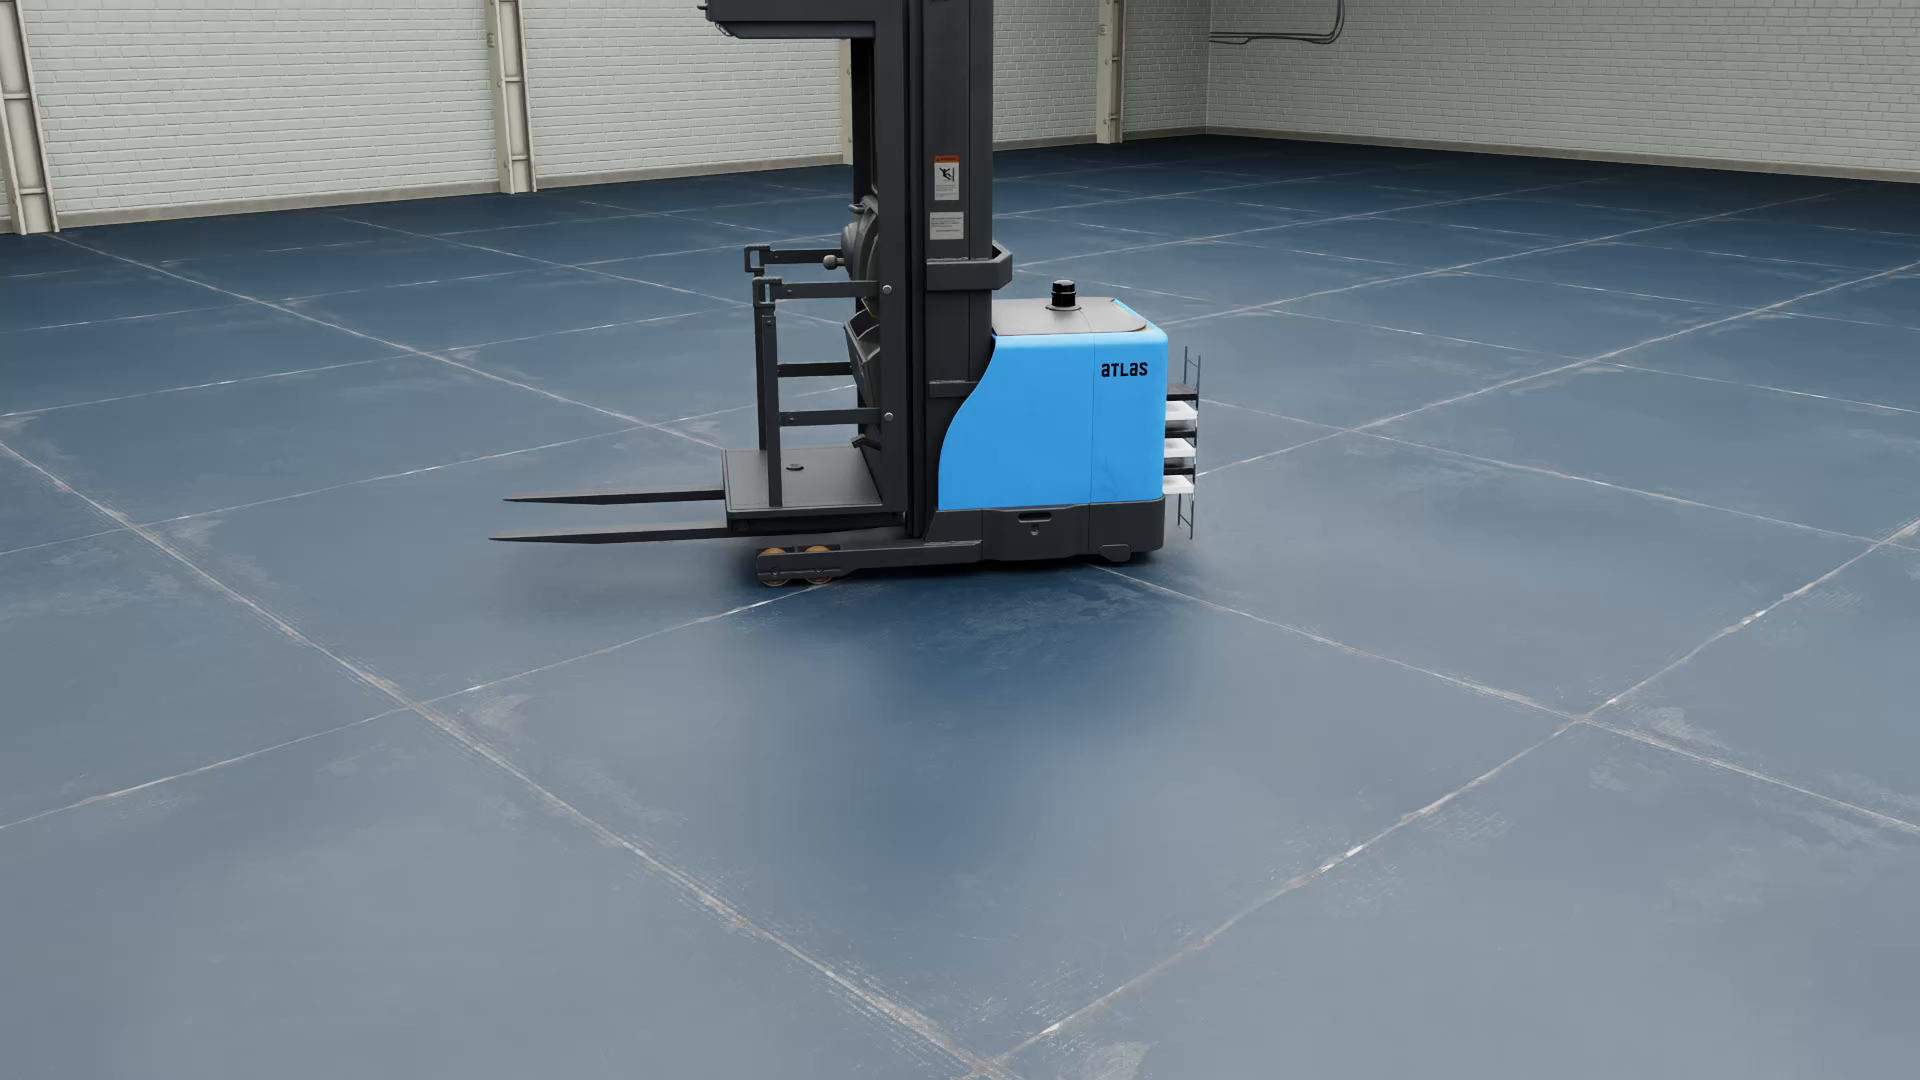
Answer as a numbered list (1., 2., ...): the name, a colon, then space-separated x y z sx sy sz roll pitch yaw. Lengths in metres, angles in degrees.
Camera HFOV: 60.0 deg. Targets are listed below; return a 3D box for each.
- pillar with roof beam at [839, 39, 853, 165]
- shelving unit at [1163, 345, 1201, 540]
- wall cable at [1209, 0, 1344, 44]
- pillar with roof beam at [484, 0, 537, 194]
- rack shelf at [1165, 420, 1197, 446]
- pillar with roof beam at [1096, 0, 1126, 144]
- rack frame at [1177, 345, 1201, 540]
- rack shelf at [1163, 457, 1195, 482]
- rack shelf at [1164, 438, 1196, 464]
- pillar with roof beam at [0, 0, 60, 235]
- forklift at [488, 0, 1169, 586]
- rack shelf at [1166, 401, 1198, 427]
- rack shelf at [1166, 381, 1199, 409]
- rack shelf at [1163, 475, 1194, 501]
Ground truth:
1. pillar with roof beam: 1.323 -9.315 22.124 0.400 9.000 9.100 -16 24 -41
2. shelving unit: 0.995 -0.460 7.943 0.210 0.900 0.258 -3 18 -9
3. wall cable: 5.774 -10.402 30.511 0.112 2.526 3.097 -16 24 -41
4. pillar with roof beam: -3.037 -8.044 18.203 0.400 9.000 9.100 -16 24 -41
5. rack shelf: 0.995 -0.513 7.925 0.200 0.077 0.258 -3 18 -9
6. pillar with roof beam: 5.683 -10.586 26.046 0.400 9.000 9.100 -16 24 -41
7. rack frame: 1.095 -0.464 7.958 0.006 0.900 0.240 -3 18 -9
8. rack shelf: 0.995 -0.342 7.981 0.200 0.077 0.258 -3 18 -9
9. rack shelf: 0.995 -0.428 7.953 0.200 0.077 0.258 -3 18 -9
10. pillar with roof beam: -7.396 -6.772 14.282 0.400 9.000 9.100 -16 24 -41
11. forklift: -0.623 -1.364 7.439 3.031 2.935 1.130 -3 18 -9
12. rack shelf: 0.995 -0.599 7.898 0.200 0.077 0.258 -3 18 -9
13. rack shelf: 0.995 -0.685 7.870 0.200 0.077 0.258 -3 18 -9
14. rack shelf: 0.995 -0.257 8.009 0.200 0.077 0.258 -3 18 -9
